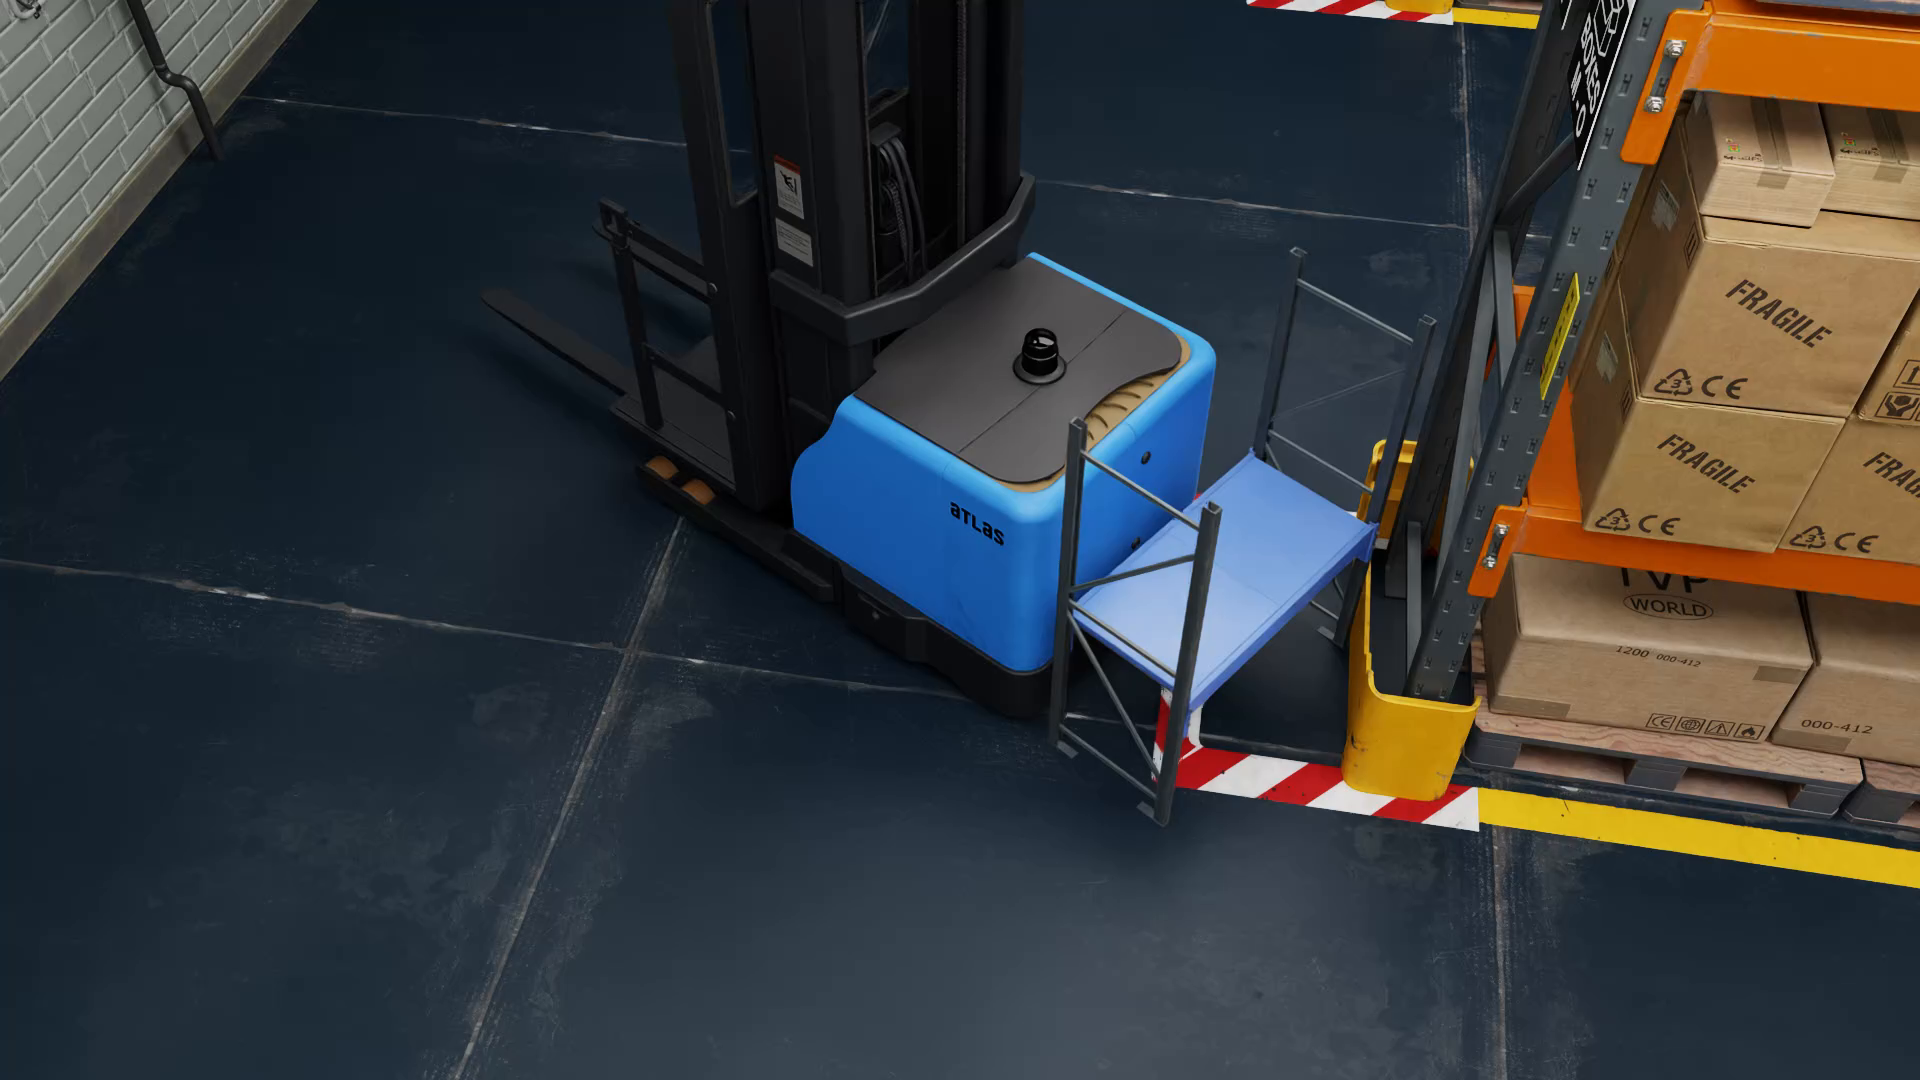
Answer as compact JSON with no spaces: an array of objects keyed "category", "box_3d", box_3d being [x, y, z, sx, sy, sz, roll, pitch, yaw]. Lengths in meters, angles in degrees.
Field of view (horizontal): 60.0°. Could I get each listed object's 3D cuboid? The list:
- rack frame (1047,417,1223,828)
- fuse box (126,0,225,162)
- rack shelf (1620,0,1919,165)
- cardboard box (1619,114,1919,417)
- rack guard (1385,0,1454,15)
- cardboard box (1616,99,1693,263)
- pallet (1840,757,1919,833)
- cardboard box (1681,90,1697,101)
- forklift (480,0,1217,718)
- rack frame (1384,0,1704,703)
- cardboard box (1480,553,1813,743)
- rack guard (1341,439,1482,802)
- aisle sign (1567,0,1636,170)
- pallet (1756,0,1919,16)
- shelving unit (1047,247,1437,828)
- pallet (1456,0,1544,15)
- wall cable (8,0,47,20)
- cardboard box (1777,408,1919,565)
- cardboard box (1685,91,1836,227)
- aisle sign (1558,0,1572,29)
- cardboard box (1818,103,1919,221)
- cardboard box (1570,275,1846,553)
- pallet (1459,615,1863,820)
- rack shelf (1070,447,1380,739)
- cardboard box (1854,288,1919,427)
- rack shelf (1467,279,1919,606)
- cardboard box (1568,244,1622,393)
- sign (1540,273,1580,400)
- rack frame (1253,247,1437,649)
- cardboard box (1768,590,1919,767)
[{"category":"rack frame","box_3d":[0.489,0.299,4.973,0.500,1.500,0.032,35,57,27]},{"category":"fuse box","box_3d":[-3.477,-2.397,7.253,0.414,1.711,0.539,8,49,7]},{"category":"rack shelf","box_3d":[3.527,-1.078,3.669,4.000,0.370,1.077,8,49,7]},{"category":"cardboard box","box_3d":[1.981,-0.676,4.101,0.500,0.500,0.500,7,48,6]},{"category":"rack guard","box_3d":[2.513,-3.369,8.941,0.348,0.500,1.175,8,49,7]},{"category":"cardboard box","box_3d":[2.076,-1.059,4.445,0.500,0.500,0.500,9,49,8]},{"category":"pallet","box_3d":[3.557,0.563,5.602,1.213,0.211,1.003,8,49,7]},{"category":"cardboard box","box_3d":[1.948,-1.264,4.194,0.250,0.149,0.380,8,49,7]},{"category":"forklift","box_3d":[-0.607,-1.318,5.463,3.031,2.935,1.130,32,55,25]},{"category":"rack frame","box_3d":[1.559,-0.580,4.755,0.127,3.000,1.000,8,49,7]},{"category":"cardboard box","box_3d":[2.227,0.150,5.539,0.875,0.438,0.875,6,48,6]},{"category":"rack guard","box_3d":[1.536,0.252,5.688,0.348,0.500,1.175,8,49,7]},{"category":"aisle sign","box_3d":[1.437,-1.247,3.606,0.004,0.787,0.394,8,49,7]},{"category":"pallet","box_3d":[2.291,-1.463,3.591,1.213,0.211,1.003,8,49,7]},{"category":"shelving unit","box_3d":[0.837,0.024,5.220,0.538,1.500,1.048,35,57,27]},{"category":"pallet","box_3d":[3.298,-3.167,8.954,1.213,0.211,1.003,8,49,7]},{"category":"wall cable","box_3d":[-3.753,-2.689,5.966,0.122,1.984,0.588,8,49,7]},{"category":"cardboard box","box_3d":[2.483,-0.294,4.430,0.500,0.500,0.500,7,48,6]},{"category":"cardboard box","box_3d":[1.859,-0.915,3.880,0.250,0.149,0.380,9,49,8]},{"category":"aisle sign","box_3d":[1.544,-1.686,4.000,0.004,0.787,0.394,8,49,7]},{"category":"cardboard box","box_3d":[2.130,-0.933,3.896,0.250,0.149,0.380,9,49,8]},{"category":"cardboard box","box_3d":[1.981,-0.340,4.472,0.500,0.500,0.500,7,48,7]},{"category":"pallet","box_3d":[2.360,0.400,5.749,1.213,0.211,1.003,8,49,7]},{"category":"rack shelf","box_3d":[0.837,0.144,5.354,0.538,0.185,1.000,35,57,27]},{"category":"cardboard box","box_3d":[2.491,-0.613,4.045,0.500,0.500,0.500,6,48,6]},{"category":"rack shelf","box_3d":[3.527,-0.075,4.785,4.000,0.370,1.077,8,49,7]},{"category":"cardboard box","box_3d":[2.081,-0.744,4.835,0.500,0.500,0.500,8,49,7]},{"category":"sign","box_3d":[1.455,-0.491,4.039,0.005,0.325,0.100,8,49,7]},{"category":"rack frame","box_3d":[1.186,-0.251,5.467,0.500,1.500,0.032,35,57,27]},{"category":"cardboard box","box_3d":[3.129,0.265,5.436,0.875,0.438,0.875,9,49,8]}]
